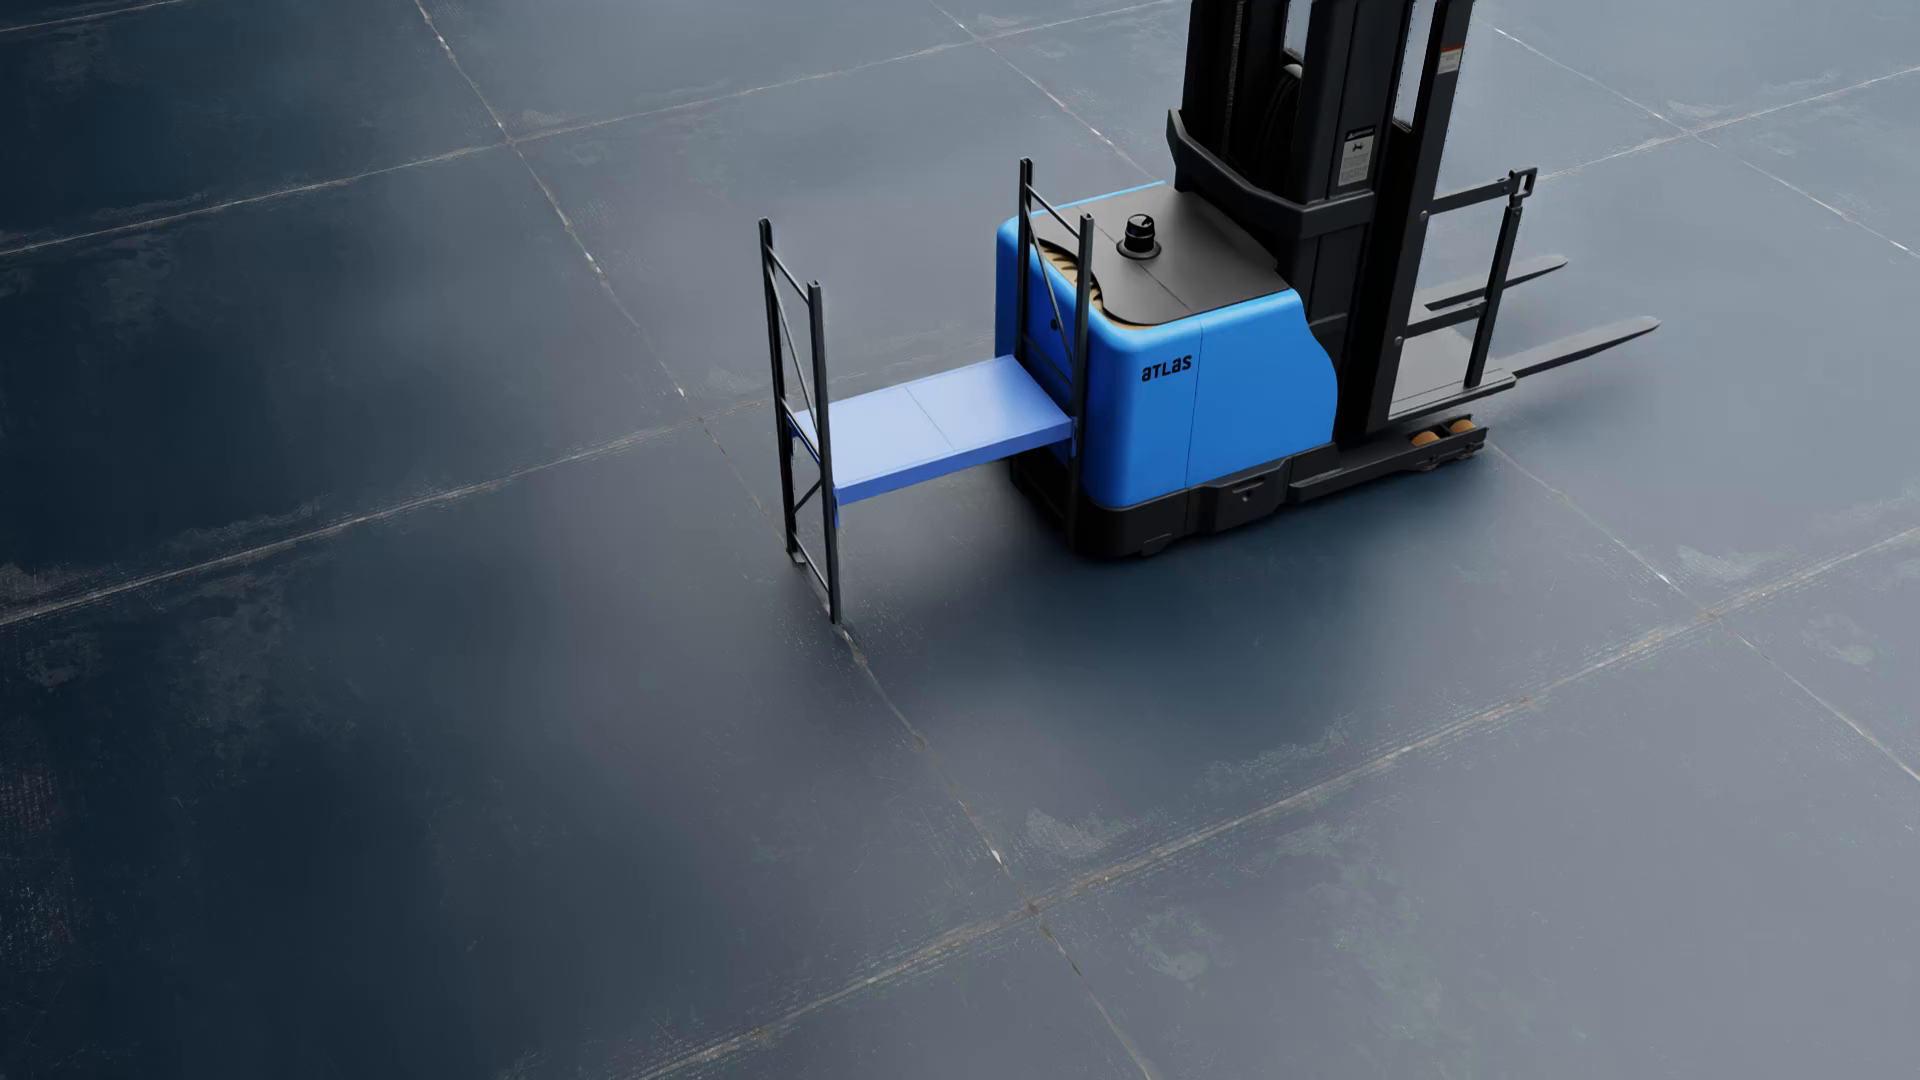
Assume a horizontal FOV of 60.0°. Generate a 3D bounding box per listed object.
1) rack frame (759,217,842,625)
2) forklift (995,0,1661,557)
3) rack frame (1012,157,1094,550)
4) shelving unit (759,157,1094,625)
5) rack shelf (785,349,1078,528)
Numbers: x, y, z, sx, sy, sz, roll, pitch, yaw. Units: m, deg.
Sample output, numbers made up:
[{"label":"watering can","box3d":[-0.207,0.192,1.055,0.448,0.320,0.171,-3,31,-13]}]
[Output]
[{"label":"rack frame","box3d":[-0.574,-0.396,6.056,0.032,1.500,0.500,-17,43,-19]},{"label":"forklift","box3d":[1.687,-1.703,6.494,3.031,2.935,1.130,-17,43,-20]},{"label":"rack frame","box3d":[0.342,-0.681,6.394,0.032,1.500,0.500,-17,43,-19]},{"label":"shelving unit","box3d":[-0.116,-0.538,6.225,1.048,1.500,0.538,-17,43,-19]},{"label":"rack shelf","box3d":[-0.116,-0.401,6.341,1.000,0.185,0.538,-17,43,-19]}]
